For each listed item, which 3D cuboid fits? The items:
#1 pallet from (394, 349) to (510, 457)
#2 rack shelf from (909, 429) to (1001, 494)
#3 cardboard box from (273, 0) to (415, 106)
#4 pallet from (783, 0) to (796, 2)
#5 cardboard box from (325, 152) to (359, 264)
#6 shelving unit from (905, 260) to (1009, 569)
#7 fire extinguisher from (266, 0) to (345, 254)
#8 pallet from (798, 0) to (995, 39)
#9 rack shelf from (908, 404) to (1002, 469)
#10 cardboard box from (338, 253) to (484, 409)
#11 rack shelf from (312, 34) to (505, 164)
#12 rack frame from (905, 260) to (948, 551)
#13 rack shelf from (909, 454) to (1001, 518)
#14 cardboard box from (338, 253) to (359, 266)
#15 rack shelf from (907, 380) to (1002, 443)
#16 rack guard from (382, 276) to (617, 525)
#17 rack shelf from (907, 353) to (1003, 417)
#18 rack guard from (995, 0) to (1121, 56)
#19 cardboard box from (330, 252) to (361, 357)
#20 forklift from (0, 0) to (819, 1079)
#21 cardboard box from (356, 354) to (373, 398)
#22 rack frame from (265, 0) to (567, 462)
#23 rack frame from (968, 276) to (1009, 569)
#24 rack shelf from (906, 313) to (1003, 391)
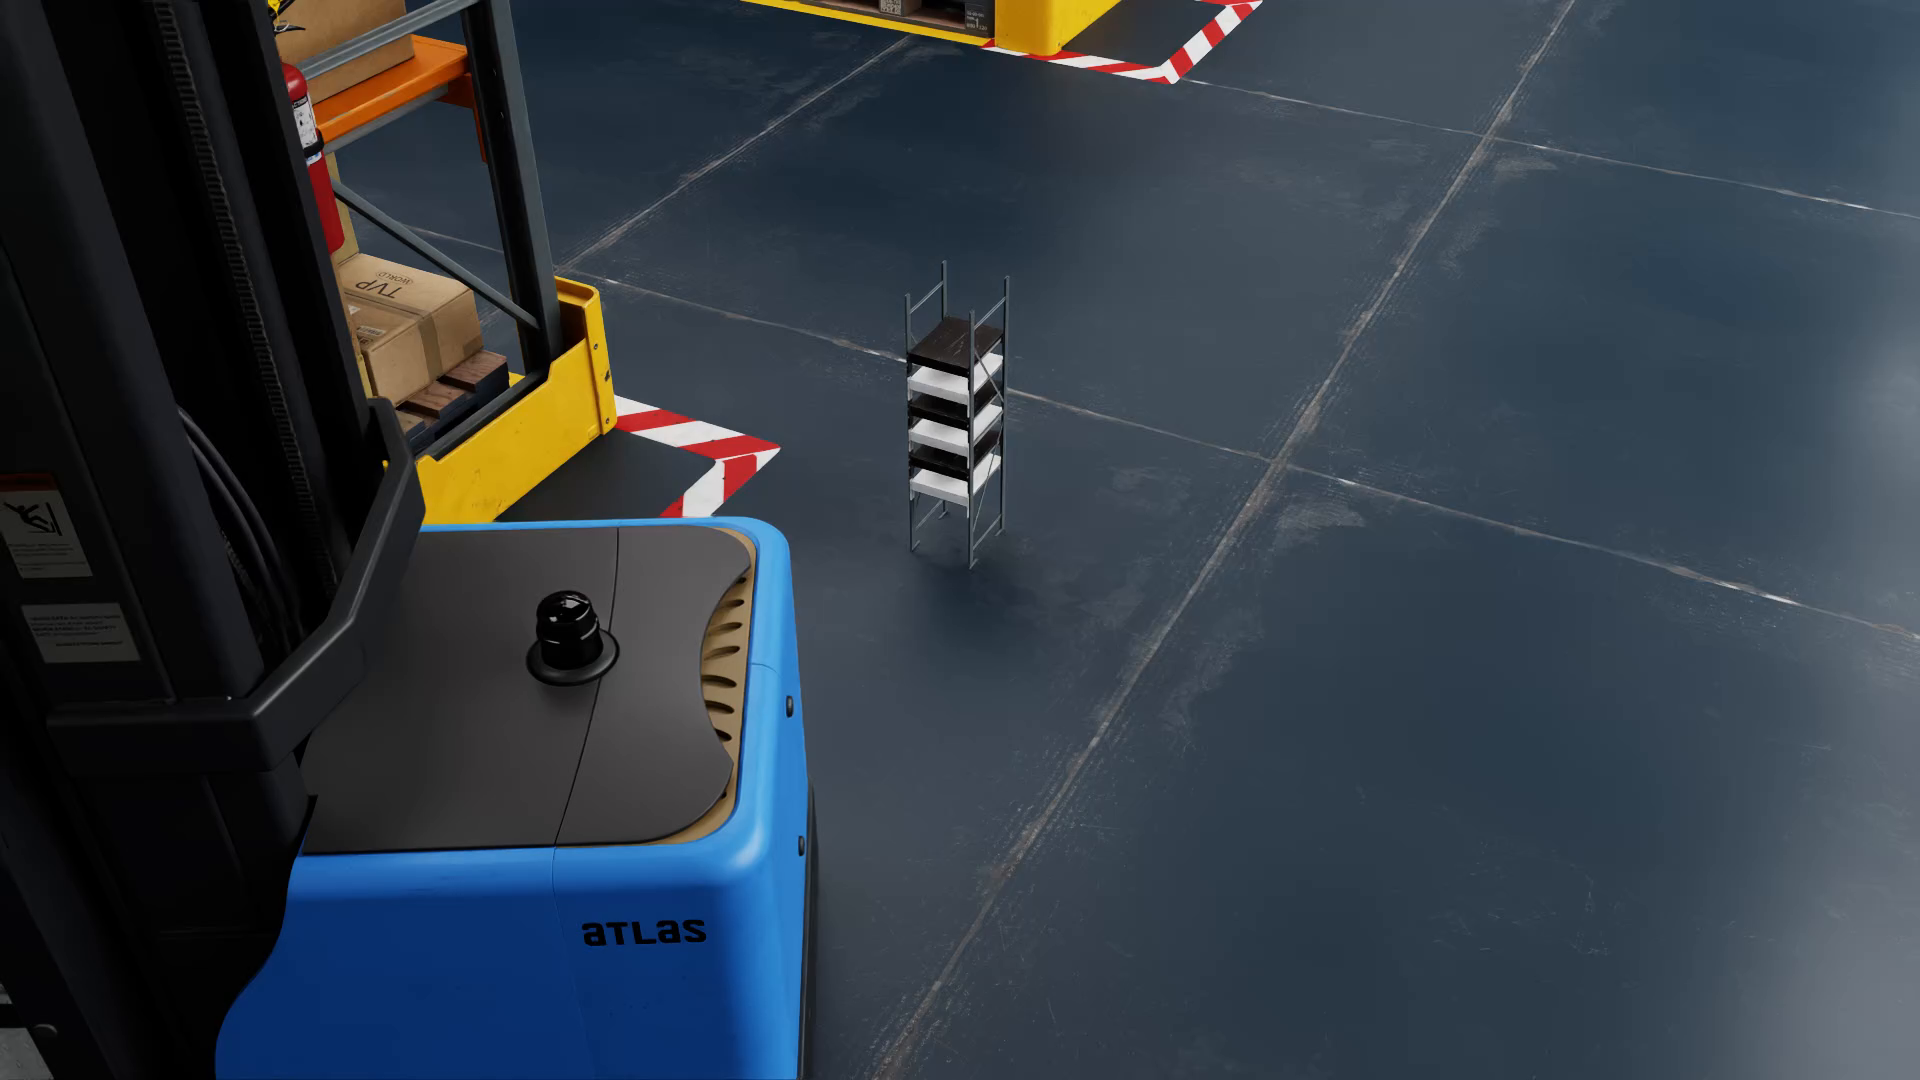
[{"bbox_3d":[-2.312,-0.443,5.659,1.213,0.211,1.003,17,41,21],"label":"pallet"},{"bbox_3d":[-0.007,-0.262,5.055,0.200,0.077,0.258,17,41,21],"label":"rack shelf"},{"bbox_3d":[-2.022,-1.540,4.716,0.500,0.500,0.700,17,41,22],"label":"cardboard box"},{"bbox_3d":[-1.220,-3.476,9.655,1.213,0.211,1.003,17,41,21],"label":"pallet"},{"bbox_3d":[-2.432,-1.141,5.579,0.500,0.500,0.500,17,41,21],"label":"cardboard box"},{"bbox_3d":[-0.007,-0.361,4.981,0.210,0.900,0.258,17,41,21],"label":"shelving unit"},{"bbox_3d":[-1.722,-1.051,4.217,0.183,0.674,0.296,17,41,21],"label":"fire extinguisher"},{"bbox_3d":[-0.140,-3.136,9.207,1.213,0.211,1.003,17,41,21],"label":"pallet"},{"bbox_3d":[-0.007,-0.334,5.001,0.200,0.077,0.258,17,41,21],"label":"rack shelf"},{"bbox_3d":[-1.987,-0.704,5.624,0.500,0.250,0.500,17,41,21],"label":"cardboard box"},{"bbox_3d":[-3.389,-1.633,5.516,4.000,0.370,1.077,17,41,21],"label":"rack shelf"},{"bbox_3d":[-0.097,-0.389,5.018,0.006,0.900,0.240,17,41,21],"label":"rack frame"},{"bbox_3d":[-0.007,-0.191,5.110,0.200,0.077,0.258,17,41,21],"label":"rack shelf"},{"bbox_3d":[-2.433,-0.841,5.805,0.500,0.250,0.500,17,41,21],"label":"cardboard box"},{"bbox_3d":[-0.007,-0.406,4.947,0.200,0.077,0.258,17,41,21],"label":"rack shelf"},{"bbox_3d":[-1.592,-0.362,5.313,0.348,0.500,1.175,17,41,21],"label":"rack guard"},{"bbox_3d":[-0.007,-0.478,4.892,0.200,0.077,0.258,17,41,21],"label":"rack shelf"},{"bbox_3d":[0.579,-3.022,8.818,0.348,0.500,1.175,17,41,21],"label":"rack guard"},{"bbox_3d":[-2.227,-0.724,5.029,0.500,0.500,0.500,17,41,21],"label":"cardboard box"},{"bbox_3d":[-1.844,-0.038,2.876,3.031,2.935,1.130,-2,37,-2],"label":"forklift"},{"bbox_3d":[-2.226,-0.426,5.258,0.500,0.250,0.500,17,41,21],"label":"cardboard box"},{"bbox_3d":[-1.614,-1.364,4.566,0.127,3.000,1.000,17,41,21],"label":"rack frame"},{"bbox_3d":[0.083,-0.332,4.944,0.006,0.900,0.240,17,41,21],"label":"rack frame"},{"bbox_3d":[-0.007,-0.549,4.838,0.200,0.077,0.258,17,41,21],"label":"rack shelf"}]
